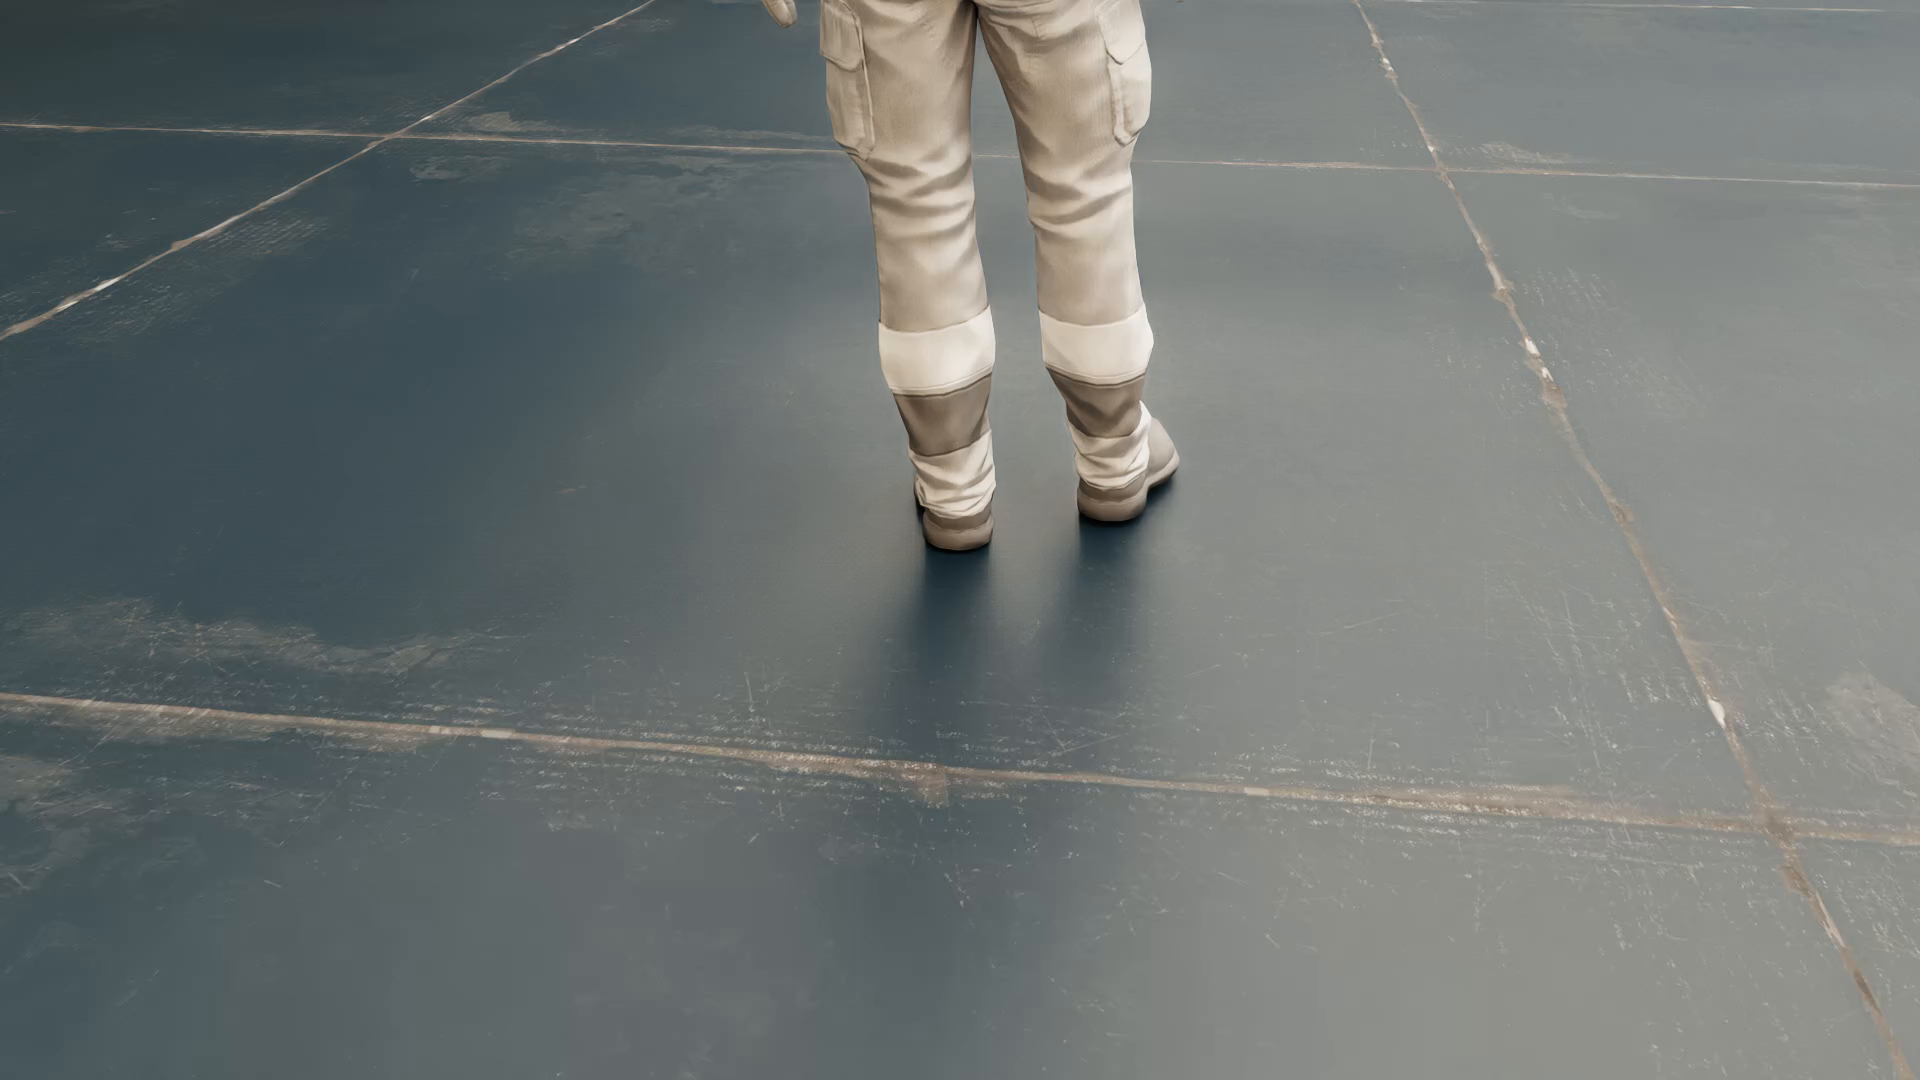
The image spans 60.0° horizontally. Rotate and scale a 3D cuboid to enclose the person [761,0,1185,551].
[{"bbox_3d":[0.023,-0.842,2.168,0.637,1.790,0.562,3,27,7],"label":"person"}]
